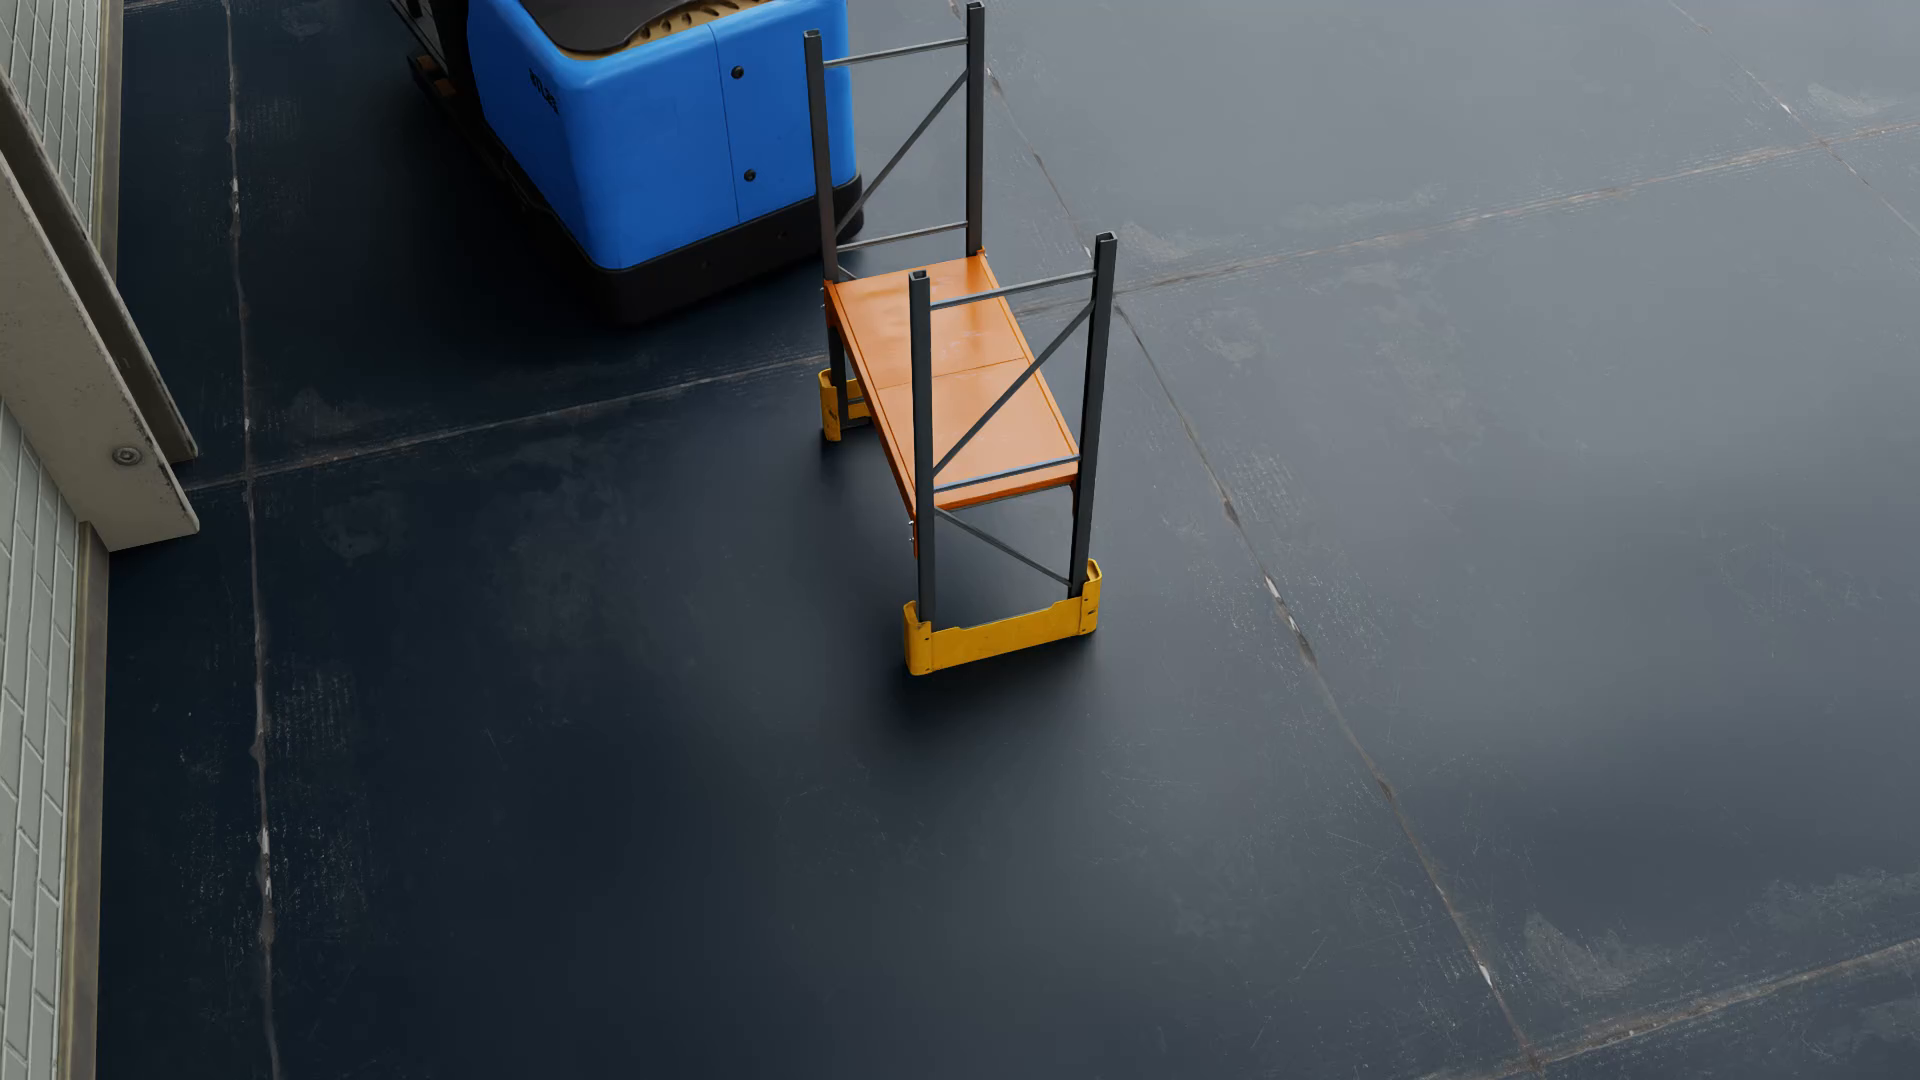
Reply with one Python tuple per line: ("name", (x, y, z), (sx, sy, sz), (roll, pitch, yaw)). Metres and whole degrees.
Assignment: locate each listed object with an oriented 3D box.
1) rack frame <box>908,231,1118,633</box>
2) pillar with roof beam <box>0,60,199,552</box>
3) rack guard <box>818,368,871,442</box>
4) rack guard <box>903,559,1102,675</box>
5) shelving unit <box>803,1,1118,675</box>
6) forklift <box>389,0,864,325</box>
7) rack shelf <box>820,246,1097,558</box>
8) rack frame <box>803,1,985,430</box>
("rack frame", (0.125, -0.174, 4.416), (0.500, 1.500, 0.032), (-13, 51, -11))
("pillar with roof beam", (1.494, -4.008, 2.743), (9.100, 9.000, 0.400), (-13, 51, -11))
("rack guard", (-0.170, -0.500, 5.508), (0.587, 0.250, 0.087), (-13, 51, -11))
("rack guard", (0.125, 0.227, 4.895), (0.587, 0.250, 0.087), (-13, 51, -11))
("shelving unit", (-0.023, -0.539, 4.724), (0.587, 1.500, 1.083), (-13, 51, -11))
("forklift", (-1.572, -2.806, 5.698), (1.130, 2.935, 3.031), (-26, 55, -20))
("rack shelf", (-0.025, -0.430, 4.867), (0.538, 0.185, 1.000), (-13, 51, -11))
("rack frame", (-0.176, -0.917, 5.042), (0.500, 1.500, 0.032), (-13, 51, -11))
